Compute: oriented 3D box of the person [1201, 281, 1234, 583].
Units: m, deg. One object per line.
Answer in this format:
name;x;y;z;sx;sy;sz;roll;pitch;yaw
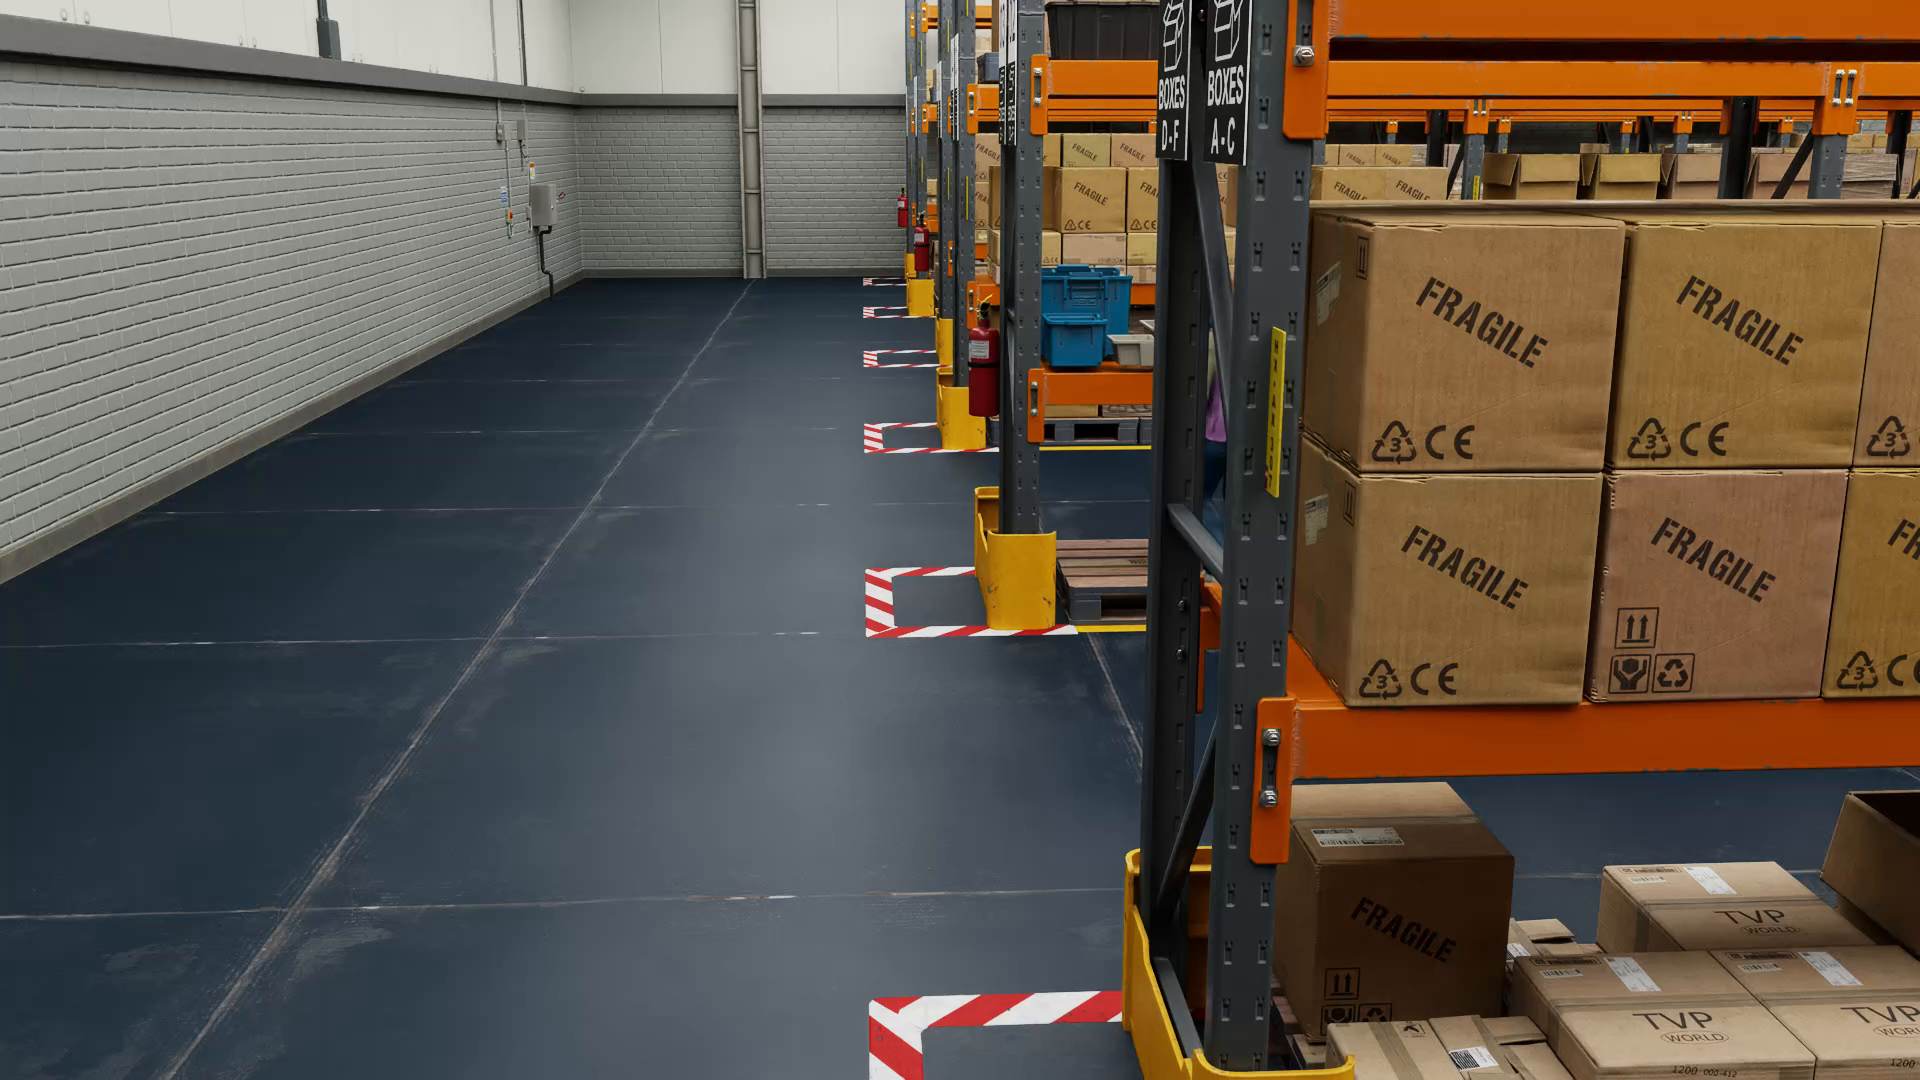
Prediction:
person;1.342;-0.520;8.374;0.423;1.554;0.377;-8;16;-28
